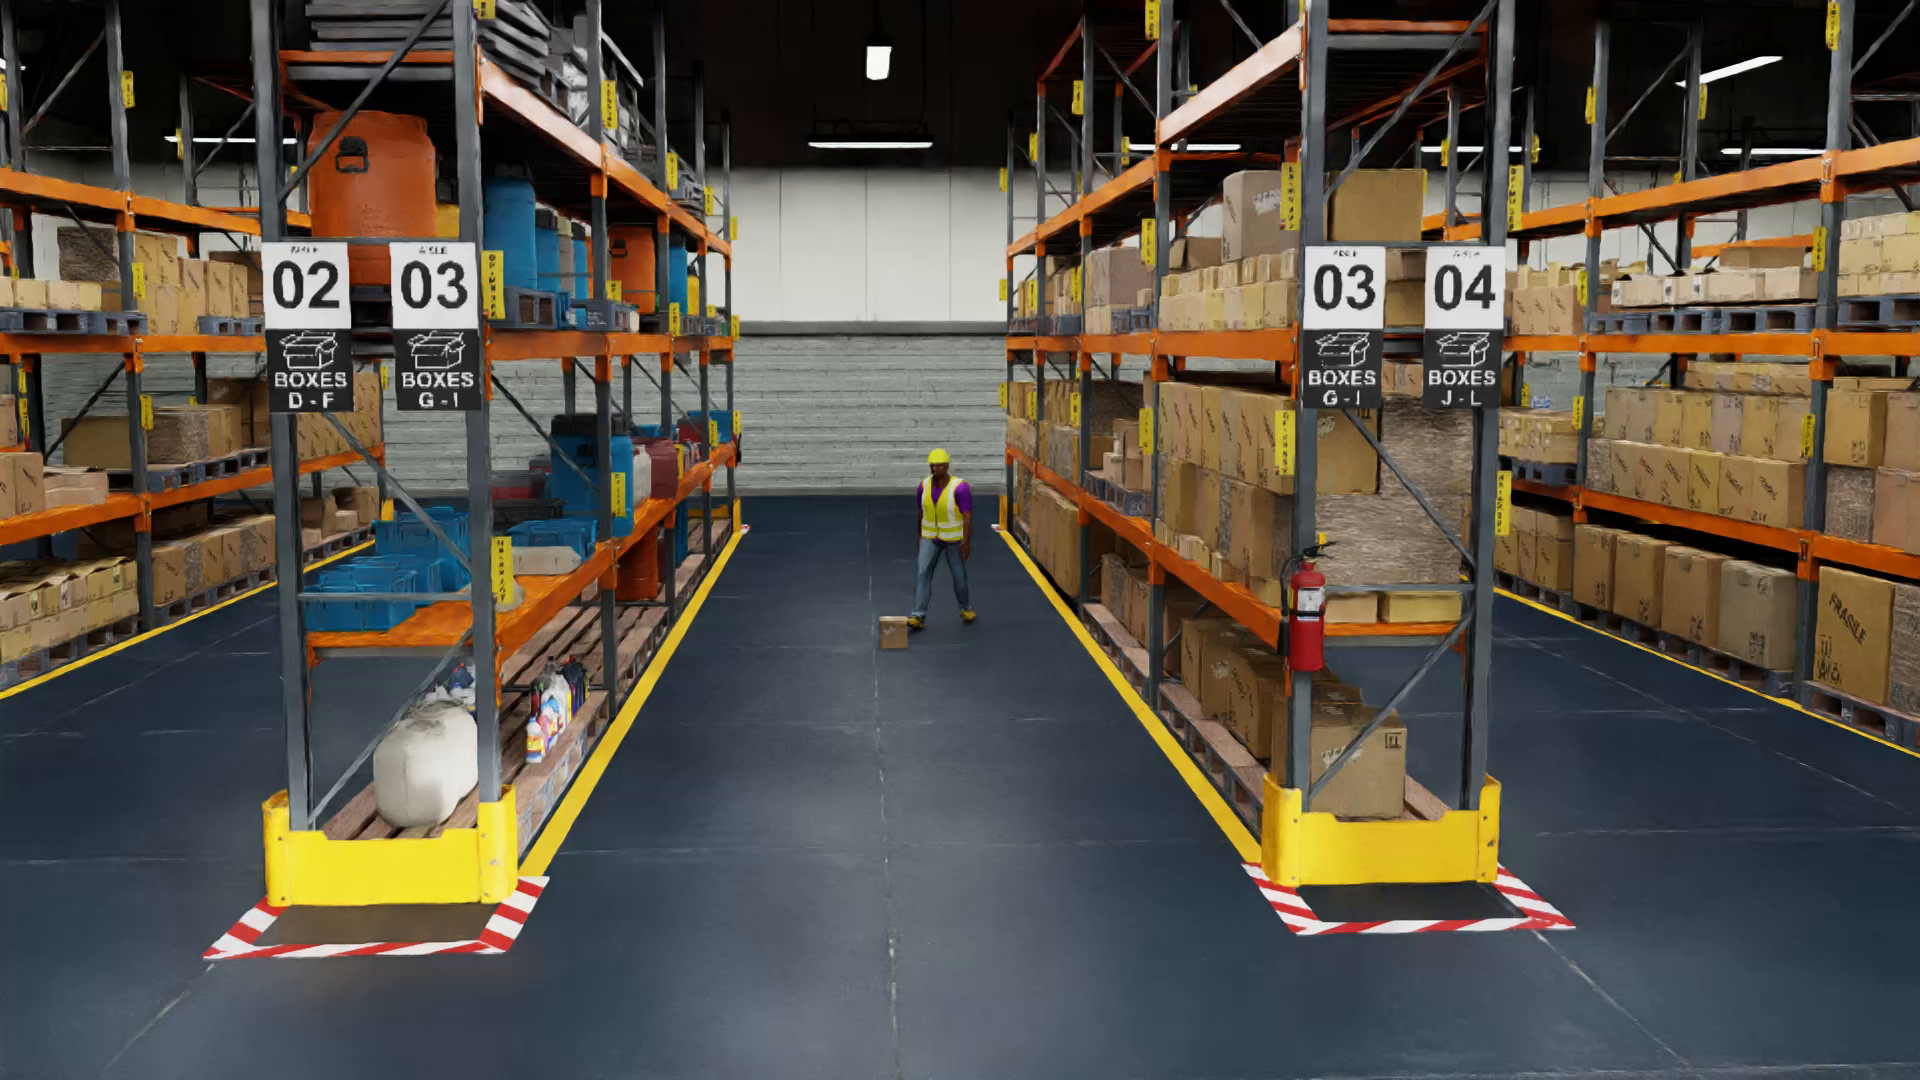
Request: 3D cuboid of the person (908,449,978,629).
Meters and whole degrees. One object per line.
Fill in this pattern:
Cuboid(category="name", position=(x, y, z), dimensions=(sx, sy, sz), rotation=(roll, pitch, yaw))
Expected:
Cuboid(category="person", position=(-0.174, -0.019, 15.971), dimensions=(0.617, 1.727, 0.963), rotation=(2, 7, 19))
